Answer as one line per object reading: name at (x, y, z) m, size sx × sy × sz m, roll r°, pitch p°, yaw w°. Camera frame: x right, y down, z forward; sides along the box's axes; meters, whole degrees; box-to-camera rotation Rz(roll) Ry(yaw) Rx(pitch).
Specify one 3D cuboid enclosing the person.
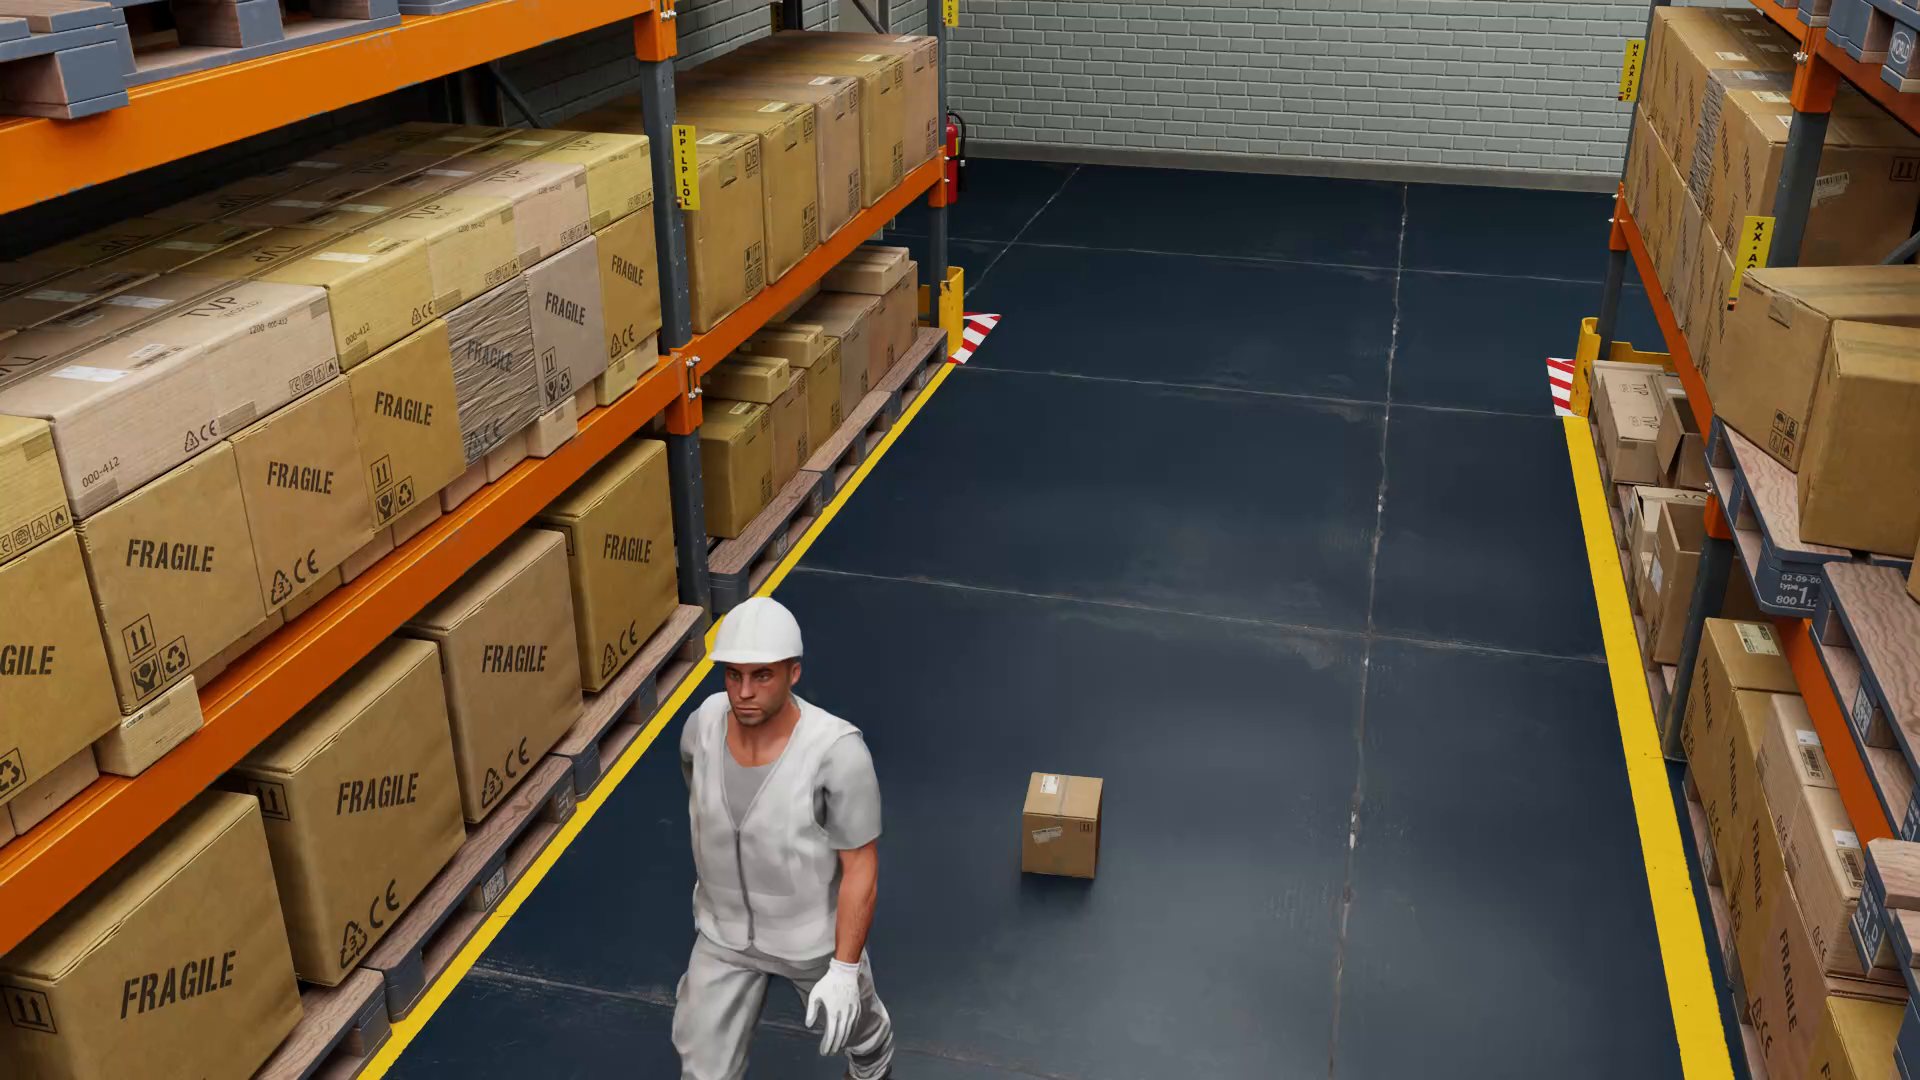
person at (-0.474, 0.963, 4.018) m, size 0.583 × 1.730 × 1.088 m, roll 7°, pitch 26°, yaw 15°
